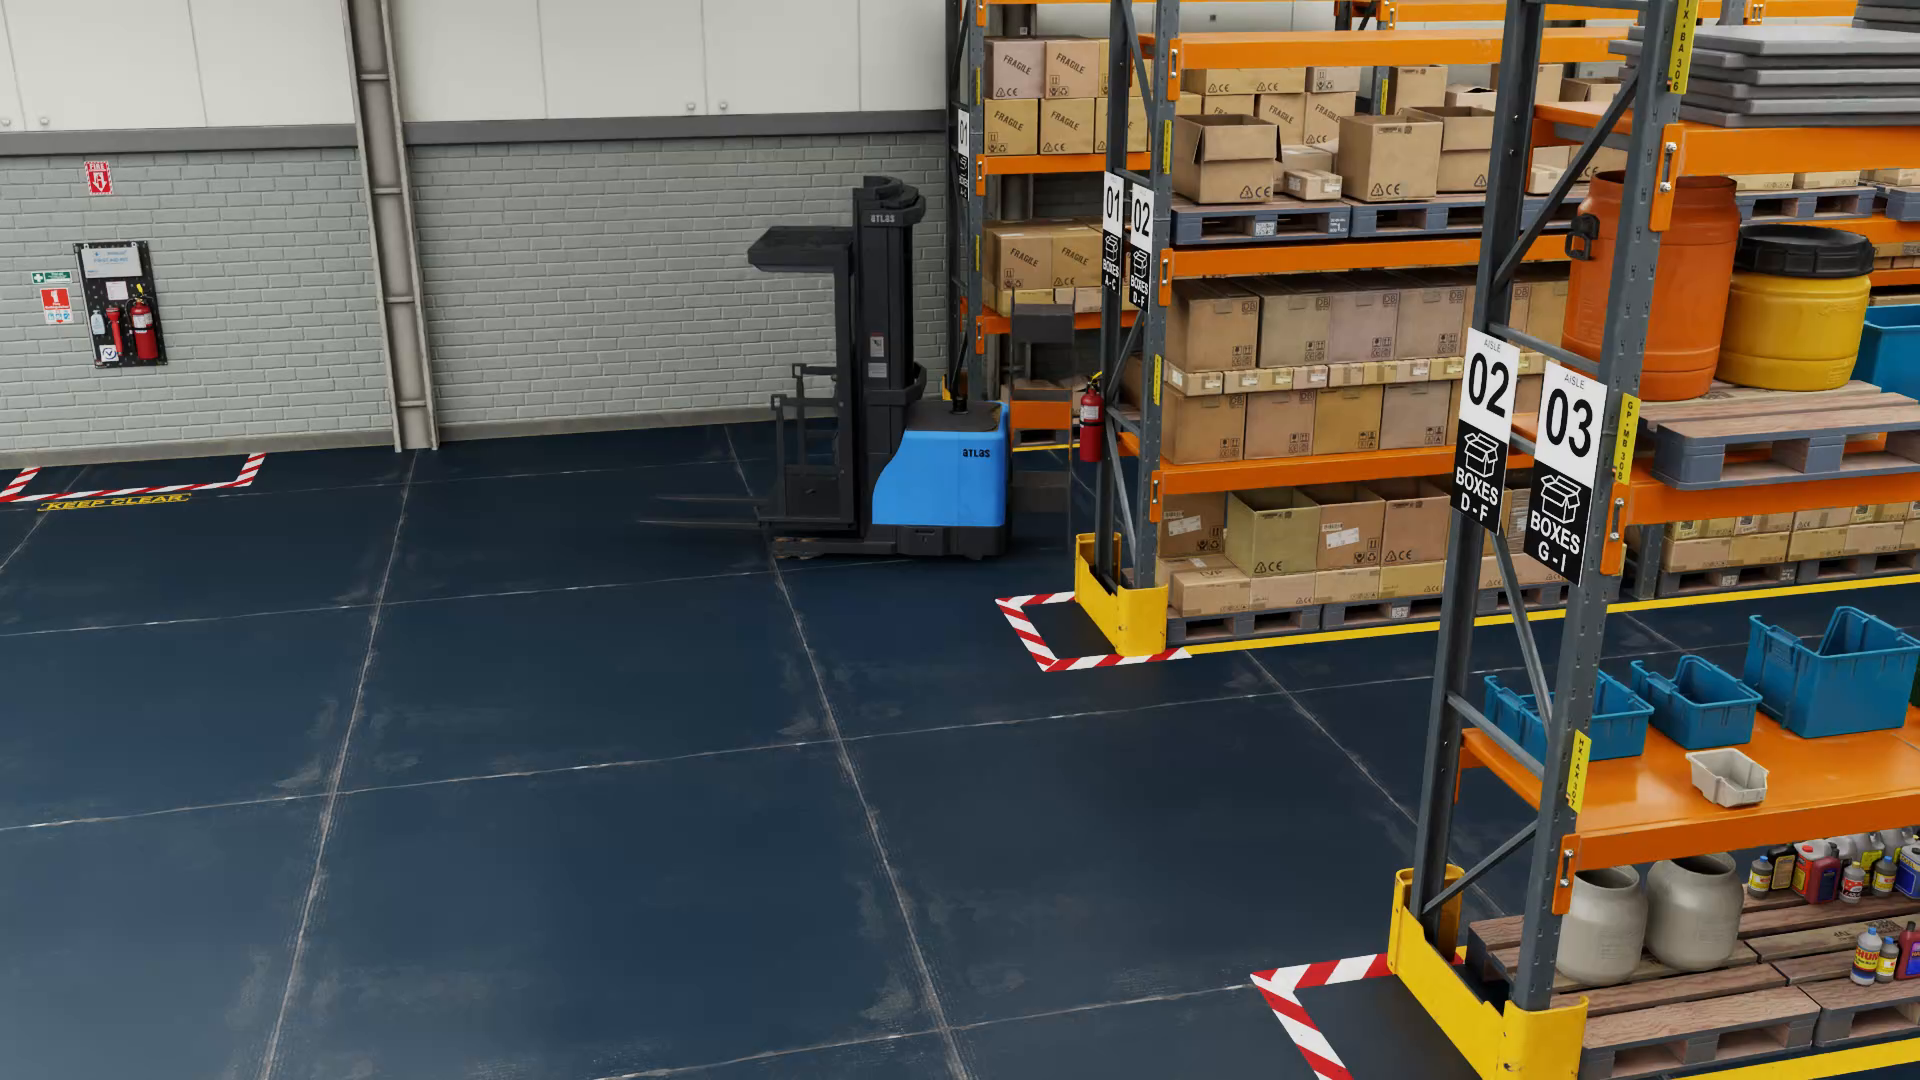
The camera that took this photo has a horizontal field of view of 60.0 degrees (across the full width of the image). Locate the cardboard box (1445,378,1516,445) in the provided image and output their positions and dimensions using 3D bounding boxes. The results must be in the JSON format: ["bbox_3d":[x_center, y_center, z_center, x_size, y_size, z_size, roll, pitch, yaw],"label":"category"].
[{"bbox_3d":[3.640,-1.043,12.155,0.500,0.500,0.700,-4,21,-12],"label":"cardboard box"}]

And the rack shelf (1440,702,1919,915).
[{"bbox_3d":[4.261,1.039,7.663,4.000,0.370,1.077,-5,21,-12],"label":"rack shelf"}]

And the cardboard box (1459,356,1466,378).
[{"bbox_3d":[3.620,-1.274,11.842,0.250,0.149,0.380,-4,21,-11],"label":"cardboard box"}]

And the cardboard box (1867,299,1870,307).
[{"bbox_3d":[9.420,-2.359,18.409,0.750,0.750,0.750,-5,21,-13],"label":"cardboard box"}]

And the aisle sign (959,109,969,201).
[{"bbox_3d":[0.034,-3.571,15.423,0.004,0.787,0.394,-5,21,-12],"label":"aisle sign"}]

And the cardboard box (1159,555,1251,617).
[{"bbox_3d":[1.752,0.327,11.948,0.500,0.250,0.500,-5,21,-12],"label":"cardboard box"}]

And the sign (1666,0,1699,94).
[{"bbox_3d":[2.437,-1.675,5.608,0.005,0.325,0.100,-5,21,-12],"label":"sign"}]

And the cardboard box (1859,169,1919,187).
[{"bbox_3d":[6.946,-2.782,12.294,0.500,0.250,0.500,-6,21,-17],"label":"cardboard box"}]

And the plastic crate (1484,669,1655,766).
[{"bbox_3d":[2.733,0.790,7.515,0.616,0.251,0.499,-5,21,-12],"label":"plastic crate"}]

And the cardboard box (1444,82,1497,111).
[{"bbox_3d":[5.078,-4.402,16.630,0.500,0.311,0.500,-4,20,-11],"label":"cardboard box"}]

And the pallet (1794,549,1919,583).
[{"bbox_3d":[6.969,0.025,13.440,1.213,0.211,1.003,-5,21,-12],"label":"pallet"}]

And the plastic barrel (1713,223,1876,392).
[{"bbox_3d":[3.395,-0.967,6.849,0.600,0.588,0.600,0,20,0],"label":"plastic barrel"}]

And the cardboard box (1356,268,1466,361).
[{"bbox_3d":[3.176,-1.615,11.831,0.500,0.500,0.700,-5,21,-12],"label":"cardboard box"}]

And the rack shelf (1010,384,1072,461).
[{"bbox_3d":[0.655,-0.949,13.393,0.480,0.518,0.431,1,20,4],"label":"rack shelf"}]

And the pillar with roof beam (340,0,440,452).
[{"bbox_3d":[-4.331,-3.703,10.840,0.400,9.000,9.100,-5,21,-12],"label":"pillar with roof beam"}]

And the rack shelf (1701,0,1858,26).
[{"bbox_3d":[9.767,-5.540,17.482,4.000,0.370,1.077,-5,21,-12],"label":"rack shelf"}]

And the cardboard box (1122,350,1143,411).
[{"bbox_3d":[2.009,-1.601,16.818,0.500,0.500,0.700,-6,21,-16],"label":"cardboard box"}]

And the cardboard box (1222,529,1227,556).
[{"bbox_3d":[2.116,0.110,12.540,0.500,0.250,0.500,-5,21,-12],"label":"cardboard box"}]

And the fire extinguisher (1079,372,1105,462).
[{"bbox_3d":[0.957,-0.909,12.047,0.183,0.674,0.296,-5,21,-12],"label":"fire extinguisher"}]

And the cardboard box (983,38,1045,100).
[{"bbox_3d":[0.466,-4.340,15.313,0.500,0.500,0.500,-6,21,-16],"label":"cardboard box"}]

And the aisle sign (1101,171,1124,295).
[{"bbox_3d":[1.047,-2.113,11.442,0.004,0.787,0.394,-5,21,-12],"label":"aisle sign"}]

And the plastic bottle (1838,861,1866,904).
[{"bbox_3d":[4.435,1.693,8.260,0.097,0.201,0.097,0,20,0],"label":"plastic bottle"}]

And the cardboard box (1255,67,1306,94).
[{"bbox_3d":[2.969,-4.530,15.831,0.500,0.500,0.500,-4,20,-10],"label":"cardboard box"}]

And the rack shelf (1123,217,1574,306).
[{"bbox_3d":[3.125,-2.028,11.674,4.000,0.370,1.077,-5,21,-12],"label":"rack shelf"}]

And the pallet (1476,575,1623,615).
[{"bbox_3d":[4.288,0.243,12.845,1.213,0.211,1.003,-5,21,-12],"label":"pallet"}]

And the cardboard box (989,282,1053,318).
[{"bbox_3d":[0.583,-2.328,15.998,0.500,0.250,0.500,-5,21,-14],"label":"cardboard box"}]

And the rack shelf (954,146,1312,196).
[{"bbox_3d":[1.982,-3.686,16.200,4.000,0.370,1.077,-5,21,-12],"label":"rack shelf"}]

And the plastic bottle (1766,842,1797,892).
[{"bbox_3d":[4.111,1.621,8.338,0.133,0.283,0.061,-4,21,-11],"label":"plastic bottle"}]

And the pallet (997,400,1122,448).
[{"bbox_3d":[0.908,-1.206,16.800,1.213,0.211,1.003,-5,21,-12],"label":"pallet"}]

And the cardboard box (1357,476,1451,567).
[{"bbox_3d":[3.212,-0.143,12.140,0.500,0.500,0.500,-5,21,-12],"label":"cardboard box"}]

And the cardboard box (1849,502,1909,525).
[{"bbox_3d":[7.027,-0.356,12.998,0.500,0.311,0.500,-4,21,-11],"label":"cardboard box"}]

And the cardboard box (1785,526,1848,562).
[{"bbox_3d":[6.522,-0.052,12.984,0.500,0.250,0.500,-5,21,-14],"label":"cardboard box"}]

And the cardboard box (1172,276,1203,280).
[{"bbox_3d":[2.056,-2.804,16.208,0.500,0.500,0.500,-4,20,-11],"label":"cardboard box"}]

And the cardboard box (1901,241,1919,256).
[{"bbox_3d":[10.337,-3.401,18.131,0.500,0.500,0.500,-5,21,-12],"label":"cardboard box"}]

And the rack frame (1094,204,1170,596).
[{"bbox_3d":[1.179,-0.799,11.634,0.127,3.000,1.000,-5,21,-12],"label":"rack frame"}]

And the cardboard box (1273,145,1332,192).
[{"bbox_3d":[2.239,-2.579,11.538,0.500,0.250,0.500,-5,21,-12],"label":"cardboard box"}]

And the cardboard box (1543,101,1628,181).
[{"bbox_3d":[4.521,-2.882,12.001,0.500,0.500,0.500,-3,20,-8],"label":"cardboard box"}]

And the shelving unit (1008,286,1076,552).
[{"bbox_3d":[0.655,-0.962,13.388,0.503,2.100,0.431,1,20,4],"label":"shelving unit"}]

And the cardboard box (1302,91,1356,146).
[{"bbox_3d":[3.491,-4.115,16.152,0.500,0.500,0.500,-4,21,-11],"label":"cardboard box"}]

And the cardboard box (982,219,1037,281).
[{"bbox_3d":[0.445,-2.856,16.350,0.500,0.500,0.500,-5,21,-13],"label":"cardboard box"}]

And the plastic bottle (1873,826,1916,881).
[{"bbox_3d":[4.729,1.554,8.424,0.185,0.351,0.144,-5,21,-13],"label":"plastic bottle"}]

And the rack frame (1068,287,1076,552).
[{"bbox_3d":[0.899,-0.956,13.372,0.015,2.100,0.400,1,20,4],"label":"rack frame"}]

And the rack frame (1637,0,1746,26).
[{"bbox_3d":[5.071,-3.932,11.467,0.127,3.000,1.000,-5,21,-12],"label":"rack frame"}]

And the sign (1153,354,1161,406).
[{"bbox_3d":[1.301,-1.056,10.963,0.005,0.325,0.100,-5,21,-12],"label":"sign"}]

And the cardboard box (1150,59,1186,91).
[{"bbox_3d":[1.899,-4.628,16.100,0.500,0.500,0.500,-5,21,-13],"label":"cardboard box"}]

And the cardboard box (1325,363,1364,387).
[{"bbox_3d":[2.614,-1.192,11.618,0.250,0.149,0.380,-5,21,-14],"label":"cardboard box"}]

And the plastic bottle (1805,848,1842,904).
[{"bbox_3d":[4.278,1.661,8.229,0.133,0.283,0.061,-5,21,-12],"label":"plastic bottle"}]

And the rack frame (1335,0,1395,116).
[{"bbox_3d":[3.928,-5.590,15.993,0.127,3.000,1.000,-5,21,-12],"label":"rack frame"}]

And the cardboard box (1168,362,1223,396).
[{"bbox_3d":[1.610,-1.109,11.394,0.250,0.149,0.380,-5,21,-13],"label":"cardboard box"}]

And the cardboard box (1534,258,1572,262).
[{"bbox_3d":[6.158,-3.197,17.396,0.500,0.500,0.700,-5,21,-12],"label":"cardboard box"}]

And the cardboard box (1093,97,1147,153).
[{"bbox_3d":[1.453,-3.937,15.667,0.500,0.500,0.500,-4,20,-10],"label":"cardboard box"}]

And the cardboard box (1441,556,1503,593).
[{"bbox_3d":[3.698,0.169,12.379,0.500,0.250,0.500,-5,21,-12],"label":"cardboard box"}]

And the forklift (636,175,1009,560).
[{"bbox_3d":[-1.114,-1.398,13.369,3.031,2.935,1.130,1,20,4],"label":"forklift"}]

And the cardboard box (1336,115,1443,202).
[{"bbox_3d":[2.858,-2.557,11.114,0.500,0.500,0.500,-5,21,-12],"label":"cardboard box"}]

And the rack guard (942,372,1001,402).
[{"bbox_3d":[0.109,-1.289,16.607,0.348,0.500,1.175,-5,21,-12],"label":"rack guard"}]

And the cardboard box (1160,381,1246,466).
[{"bbox_3d":[1.636,-0.878,11.706,0.500,0.500,0.700,-5,21,-12],"label":"cardboard box"}]
